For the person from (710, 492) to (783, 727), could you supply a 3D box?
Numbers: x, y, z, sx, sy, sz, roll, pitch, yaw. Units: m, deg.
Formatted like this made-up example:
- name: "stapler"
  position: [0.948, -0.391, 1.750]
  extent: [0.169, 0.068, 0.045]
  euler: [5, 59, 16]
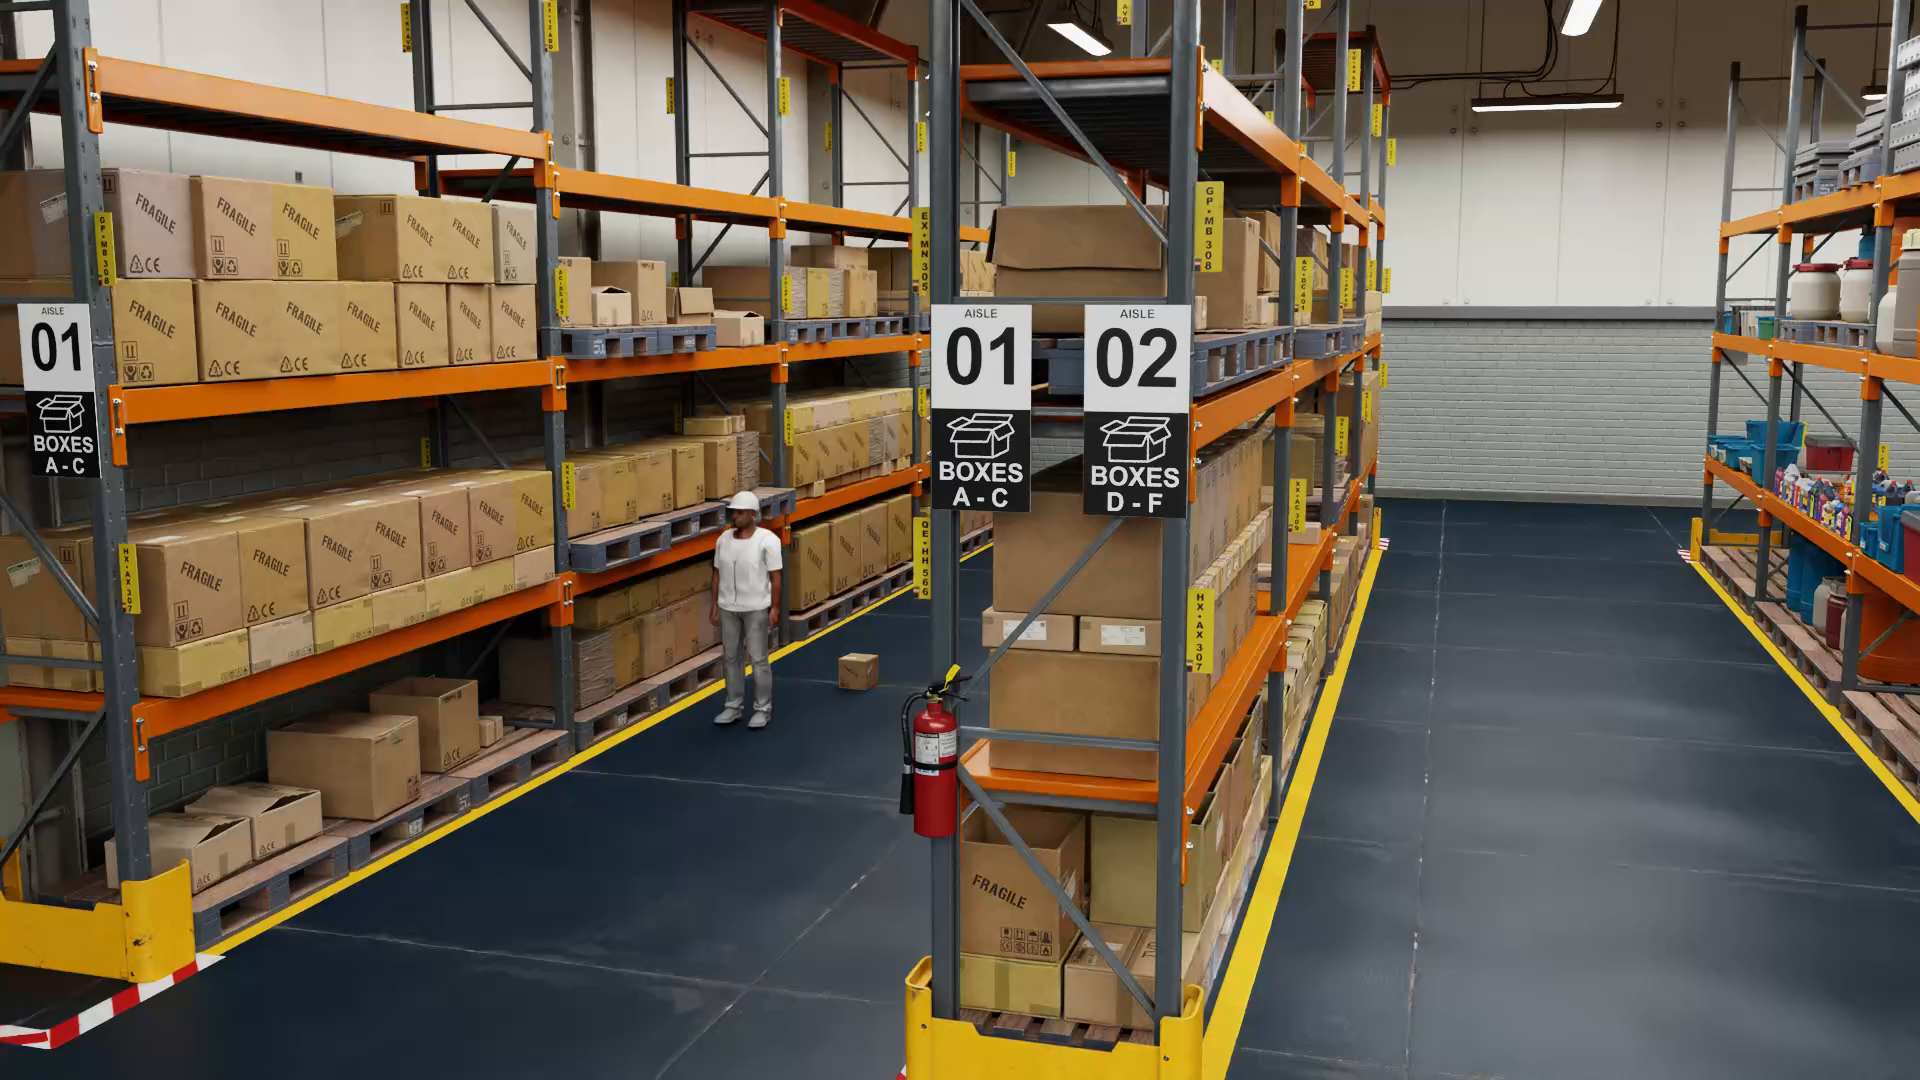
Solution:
- name: "person"
  position: [-1.641, 0.517, 12.617]
  extent: [0.571, 1.770, 0.389]
  euler: [3, 9, 20]
